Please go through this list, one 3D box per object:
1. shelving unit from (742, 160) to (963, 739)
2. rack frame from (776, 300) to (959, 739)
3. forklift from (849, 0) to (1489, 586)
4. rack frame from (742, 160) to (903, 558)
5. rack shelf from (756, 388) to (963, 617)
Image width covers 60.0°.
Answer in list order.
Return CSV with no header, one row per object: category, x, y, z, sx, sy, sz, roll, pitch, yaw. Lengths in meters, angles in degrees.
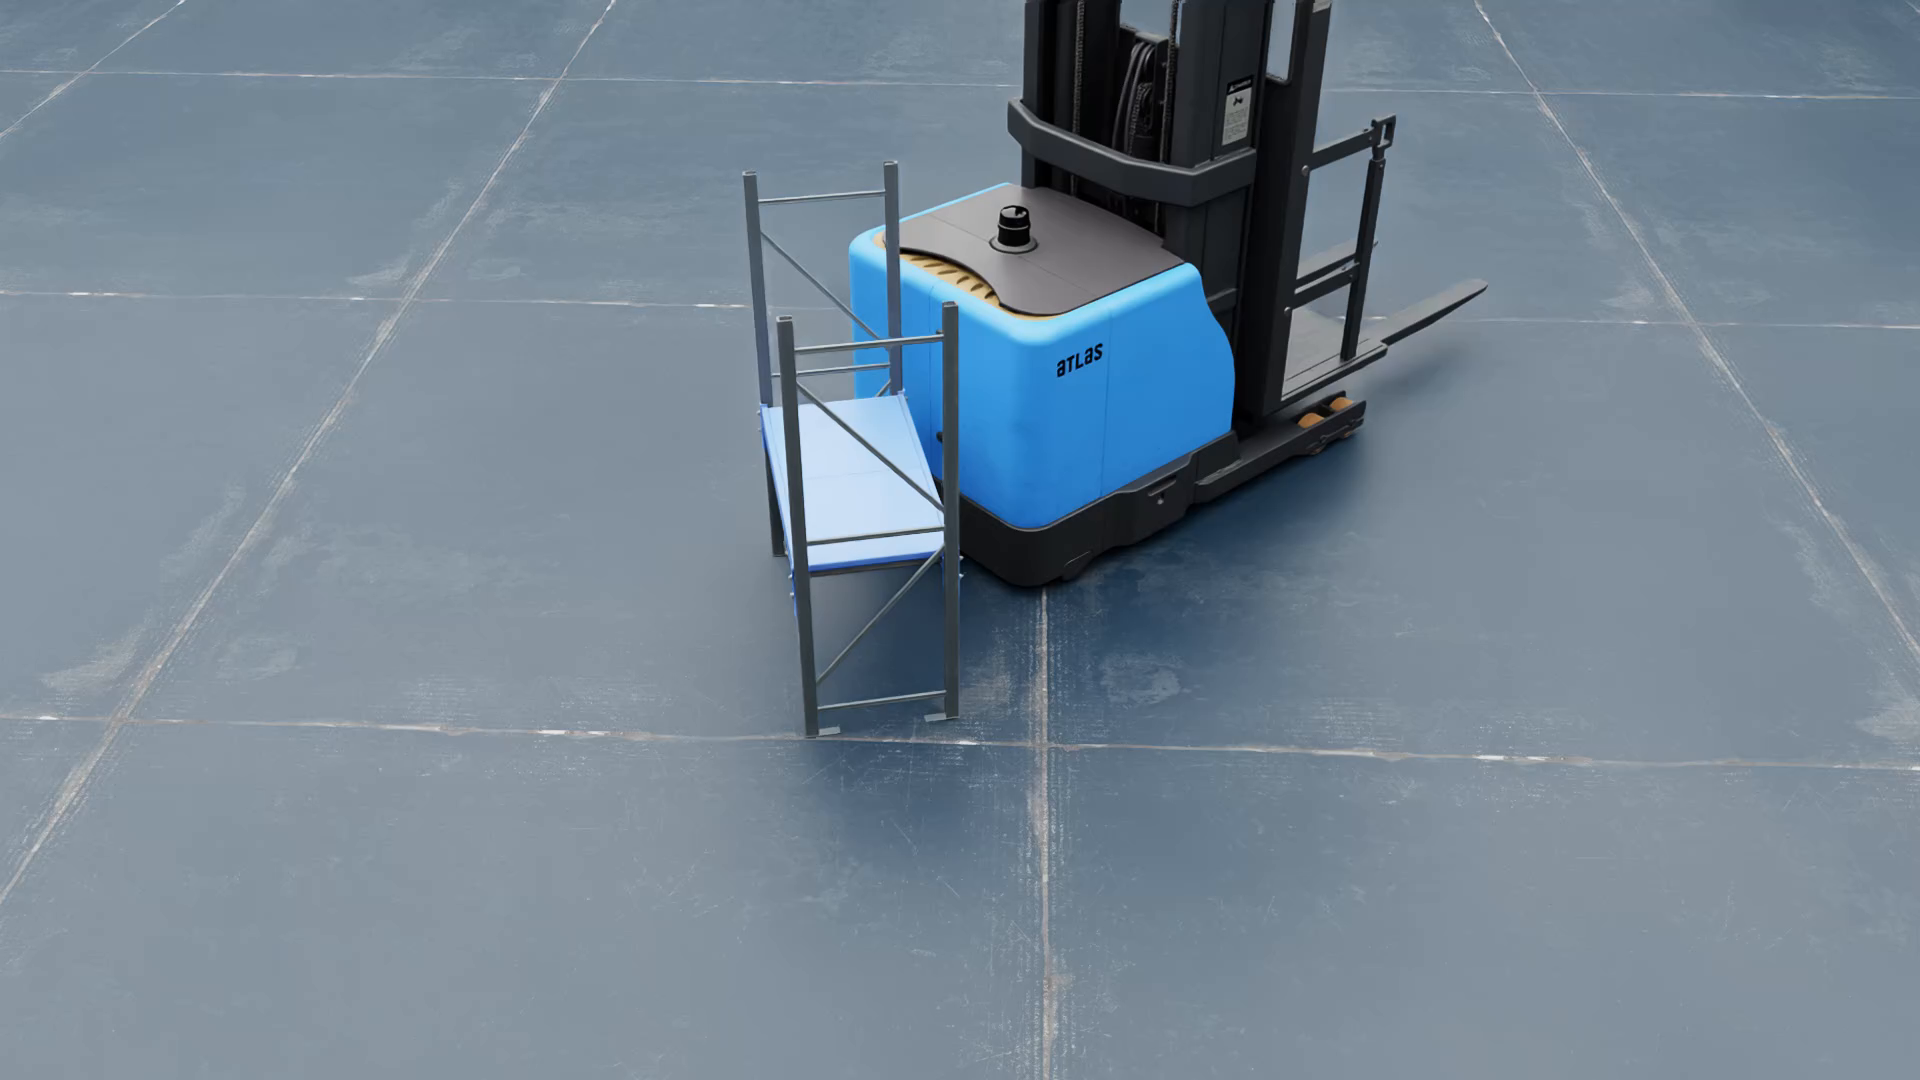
shelving unit,-0.350,-0.297,5.368,0.538,1.500,1.048,-7,36,-9
rack frame,-0.251,-0.010,4.961,0.500,1.500,0.032,-7,36,-9
forklift,1.030,-1.750,6.190,3.031,2.935,1.130,-27,43,-33
rack frame,-0.449,-0.584,5.776,0.500,1.500,0.032,-7,36,-9
rack shelf,-0.350,-0.150,5.472,0.538,0.185,1.000,-7,36,-9
